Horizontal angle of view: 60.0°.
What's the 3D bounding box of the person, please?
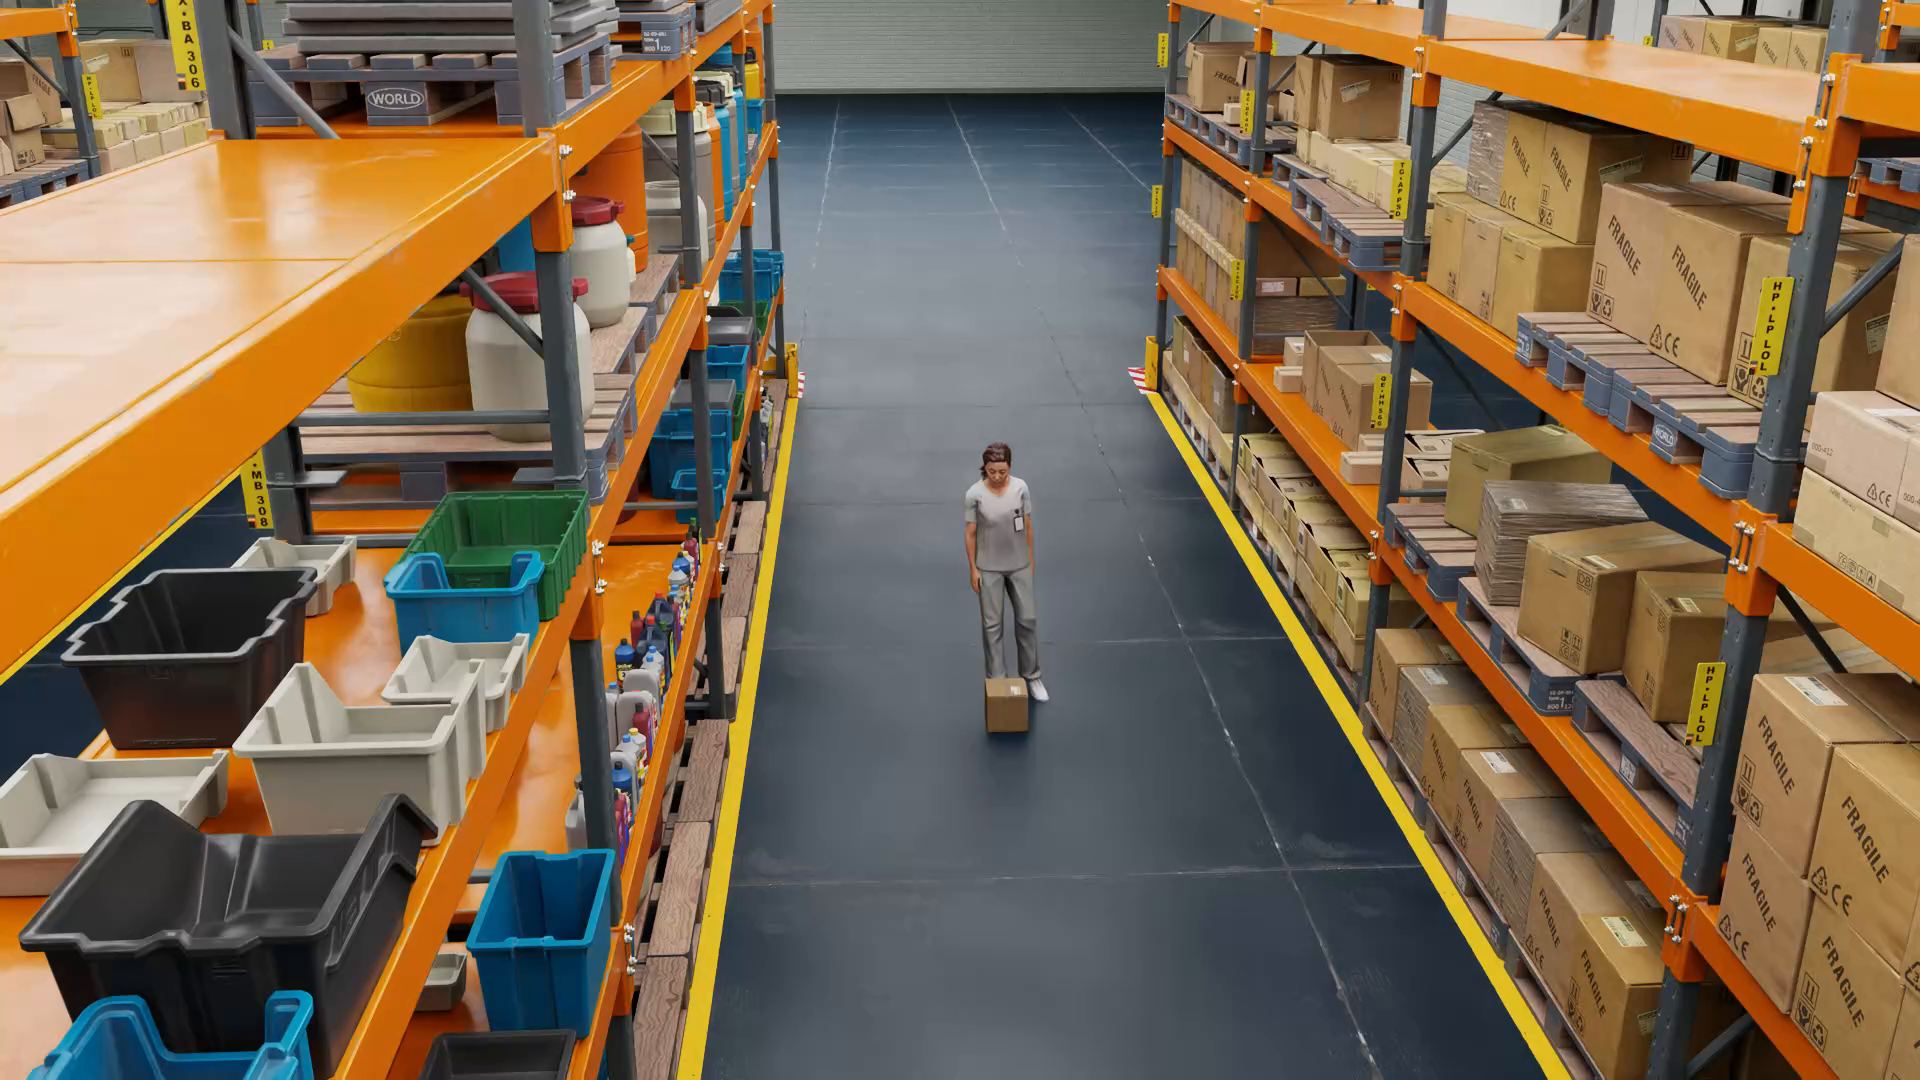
[{"bbox_3d":[0.289,0.198,10.518,0.522,1.702,0.466,-3,21,-9],"label":"person"}]
